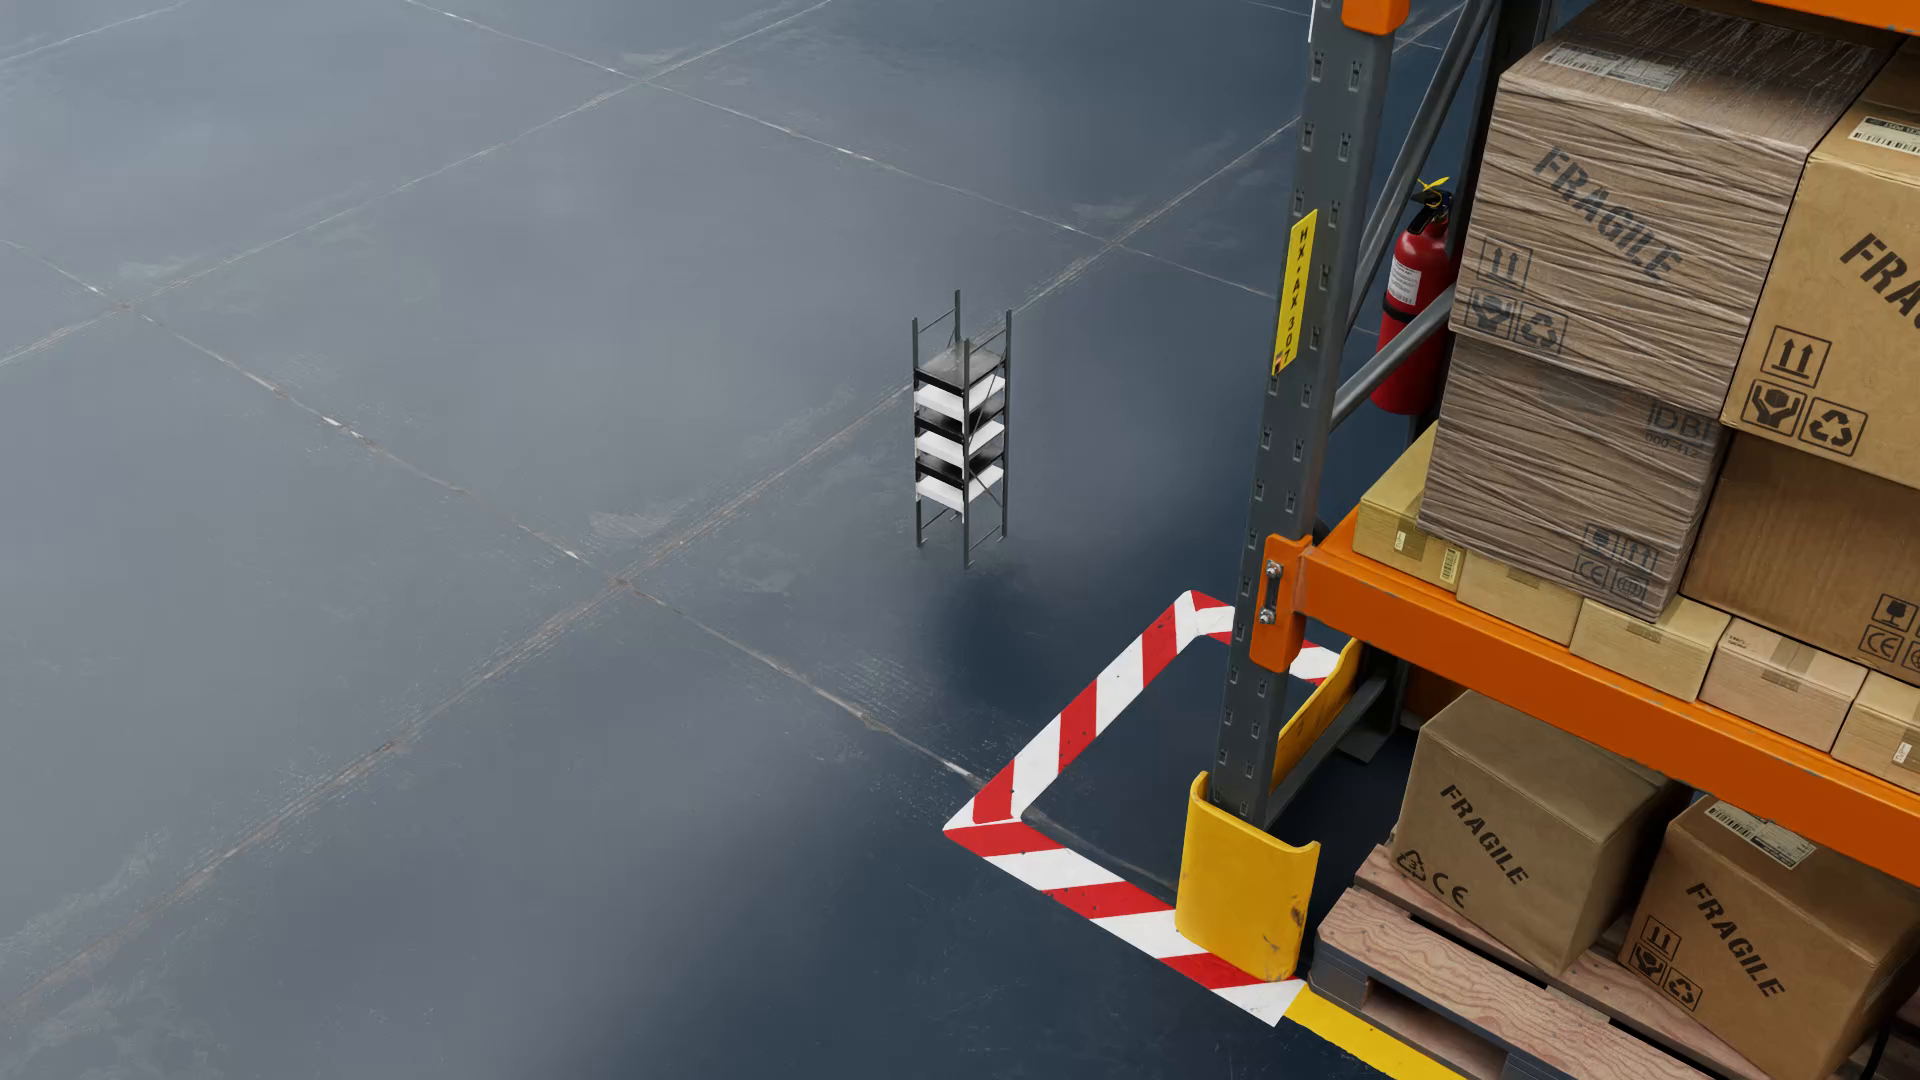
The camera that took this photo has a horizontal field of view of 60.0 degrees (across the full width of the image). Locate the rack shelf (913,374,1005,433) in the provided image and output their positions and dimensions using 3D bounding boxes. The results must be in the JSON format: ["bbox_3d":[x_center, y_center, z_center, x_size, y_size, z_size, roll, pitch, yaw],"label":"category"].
[{"bbox_3d":[0.006,-0.467,5.378,0.200,0.077,0.258,25,45,29],"label":"rack shelf"}]

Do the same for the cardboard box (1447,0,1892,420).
[{"bbox_3d":[1.250,-0.613,2.966,0.500,0.500,0.500,25,45,29],"label":"cardboard box"}]

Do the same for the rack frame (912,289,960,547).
[{"bbox_3d":[-0.074,-0.389,5.517,0.006,0.900,0.240,25,45,29],"label":"rack frame"}]

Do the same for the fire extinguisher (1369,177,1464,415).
[{"bbox_3d":[1.168,-0.640,4.197,0.183,0.674,0.296,25,45,29],"label":"fire extinguisher"}]

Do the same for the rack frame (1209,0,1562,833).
[{"bbox_3d":[0.979,-0.402,3.830,0.127,3.000,1.000,25,45,29],"label":"rack frame"}]

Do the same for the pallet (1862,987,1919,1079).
[{"bbox_3d":[2.628,1.503,3.659,1.213,0.211,1.003,25,45,29],"label":"pallet"}]

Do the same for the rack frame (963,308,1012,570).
[{"bbox_3d":[0.087,-0.313,5.420,0.006,0.900,0.240,25,45,29],"label":"rack frame"}]

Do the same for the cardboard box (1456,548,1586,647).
[{"bbox_3d":[1.247,0.024,3.490,0.250,0.149,0.380,25,45,29],"label":"cardboard box"}]

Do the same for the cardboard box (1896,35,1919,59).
[{"bbox_3d":[1.966,-0.683,3.055,0.500,0.500,0.500,25,45,29],"label":"cardboard box"}]

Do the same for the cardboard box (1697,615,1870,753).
[{"bbox_3d":[1.648,0.208,3.255,0.250,0.149,0.380,25,45,29],"label":"cardboard box"}]

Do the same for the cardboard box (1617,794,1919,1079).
[{"bbox_3d":[1.960,0.866,3.897,0.500,0.500,0.500,-25,45,-29],"label":"cardboard box"}]

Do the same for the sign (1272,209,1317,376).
[{"bbox_3d":[0.649,-0.477,3.224,0.005,0.325,0.100,25,45,29],"label":"sign"}]

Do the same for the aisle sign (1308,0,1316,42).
[{"bbox_3d":[0.747,-1.302,2.871,0.004,0.787,0.394,25,45,29],"label":"aisle sign"}]

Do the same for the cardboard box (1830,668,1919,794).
[{"bbox_3d":[1.842,0.305,3.131,0.250,0.149,0.380,25,45,29],"label":"cardboard box"}]

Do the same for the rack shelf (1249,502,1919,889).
[{"bbox_3d":[2.567,0.630,3.095,4.000,0.370,1.077,25,45,29],"label":"rack shelf"}]

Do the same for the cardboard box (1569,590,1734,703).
[{"bbox_3d":[1.437,0.125,3.361,0.250,0.149,0.380,25,45,29],"label":"cardboard box"}]

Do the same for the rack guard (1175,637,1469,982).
[{"bbox_3d":[1.039,0.611,4.564,0.348,0.500,1.175,25,45,29],"label":"rack guard"}]

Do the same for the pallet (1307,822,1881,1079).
[{"bbox_3d":[1.663,1.046,4.243,1.213,0.211,1.003,25,45,29],"label":"pallet"}]

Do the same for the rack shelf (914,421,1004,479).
[{"bbox_3d":[0.006,-0.325,5.489,0.200,0.077,0.258,25,45,29],"label":"rack shelf"}]

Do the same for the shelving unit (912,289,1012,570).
[{"bbox_3d":[0.006,-0.351,5.469,0.210,0.900,0.258,25,45,29],"label":"shelving unit"}]

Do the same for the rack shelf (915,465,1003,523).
[{"bbox_3d":[0.006,-0.183,5.600,0.200,0.077,0.258,25,45,29],"label":"rack shelf"}]

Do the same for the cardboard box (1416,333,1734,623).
[{"bbox_3d":[1.399,-0.339,3.427,0.500,0.500,0.875,25,45,29],"label":"cardboard box"}]

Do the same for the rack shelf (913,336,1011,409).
[{"bbox_3d":[0.006,-0.538,5.323,0.200,0.077,0.258,25,45,29],"label":"rack shelf"}]

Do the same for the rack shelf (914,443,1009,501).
[{"bbox_3d":[0.006,-0.254,5.545,0.200,0.077,0.258,25,45,29],"label":"rack shelf"}]

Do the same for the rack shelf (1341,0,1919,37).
[{"bbox_3d":[2.567,-0.551,2.170,4.000,0.370,1.077,25,45,29],"label":"rack shelf"}]

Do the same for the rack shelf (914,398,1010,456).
[{"bbox_3d":[0.006,-0.396,5.434,0.200,0.077,0.258,25,45,29],"label":"rack shelf"}]

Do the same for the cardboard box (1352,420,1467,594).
[{"bbox_3d":[1.060,-0.079,3.622,0.250,0.149,0.380,25,45,29],"label":"cardboard box"}]

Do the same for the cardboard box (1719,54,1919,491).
[{"bbox_3d":[1.643,-0.422,2.722,0.500,0.500,0.500,25,45,29],"label":"cardboard box"}]

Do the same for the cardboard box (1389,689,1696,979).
[{"bbox_3d":[1.465,0.659,4.162,0.500,0.500,0.500,-29,46,-32],"label":"cardboard box"}]

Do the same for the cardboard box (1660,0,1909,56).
[{"bbox_3d":[1.566,-0.867,3.291,0.500,0.500,0.500,25,45,29],"label":"cardboard box"}]

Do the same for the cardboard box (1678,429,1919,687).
[{"bbox_3d":[1.869,-0.210,3.263,0.500,0.500,0.875,25,45,29],"label":"cardboard box"}]
